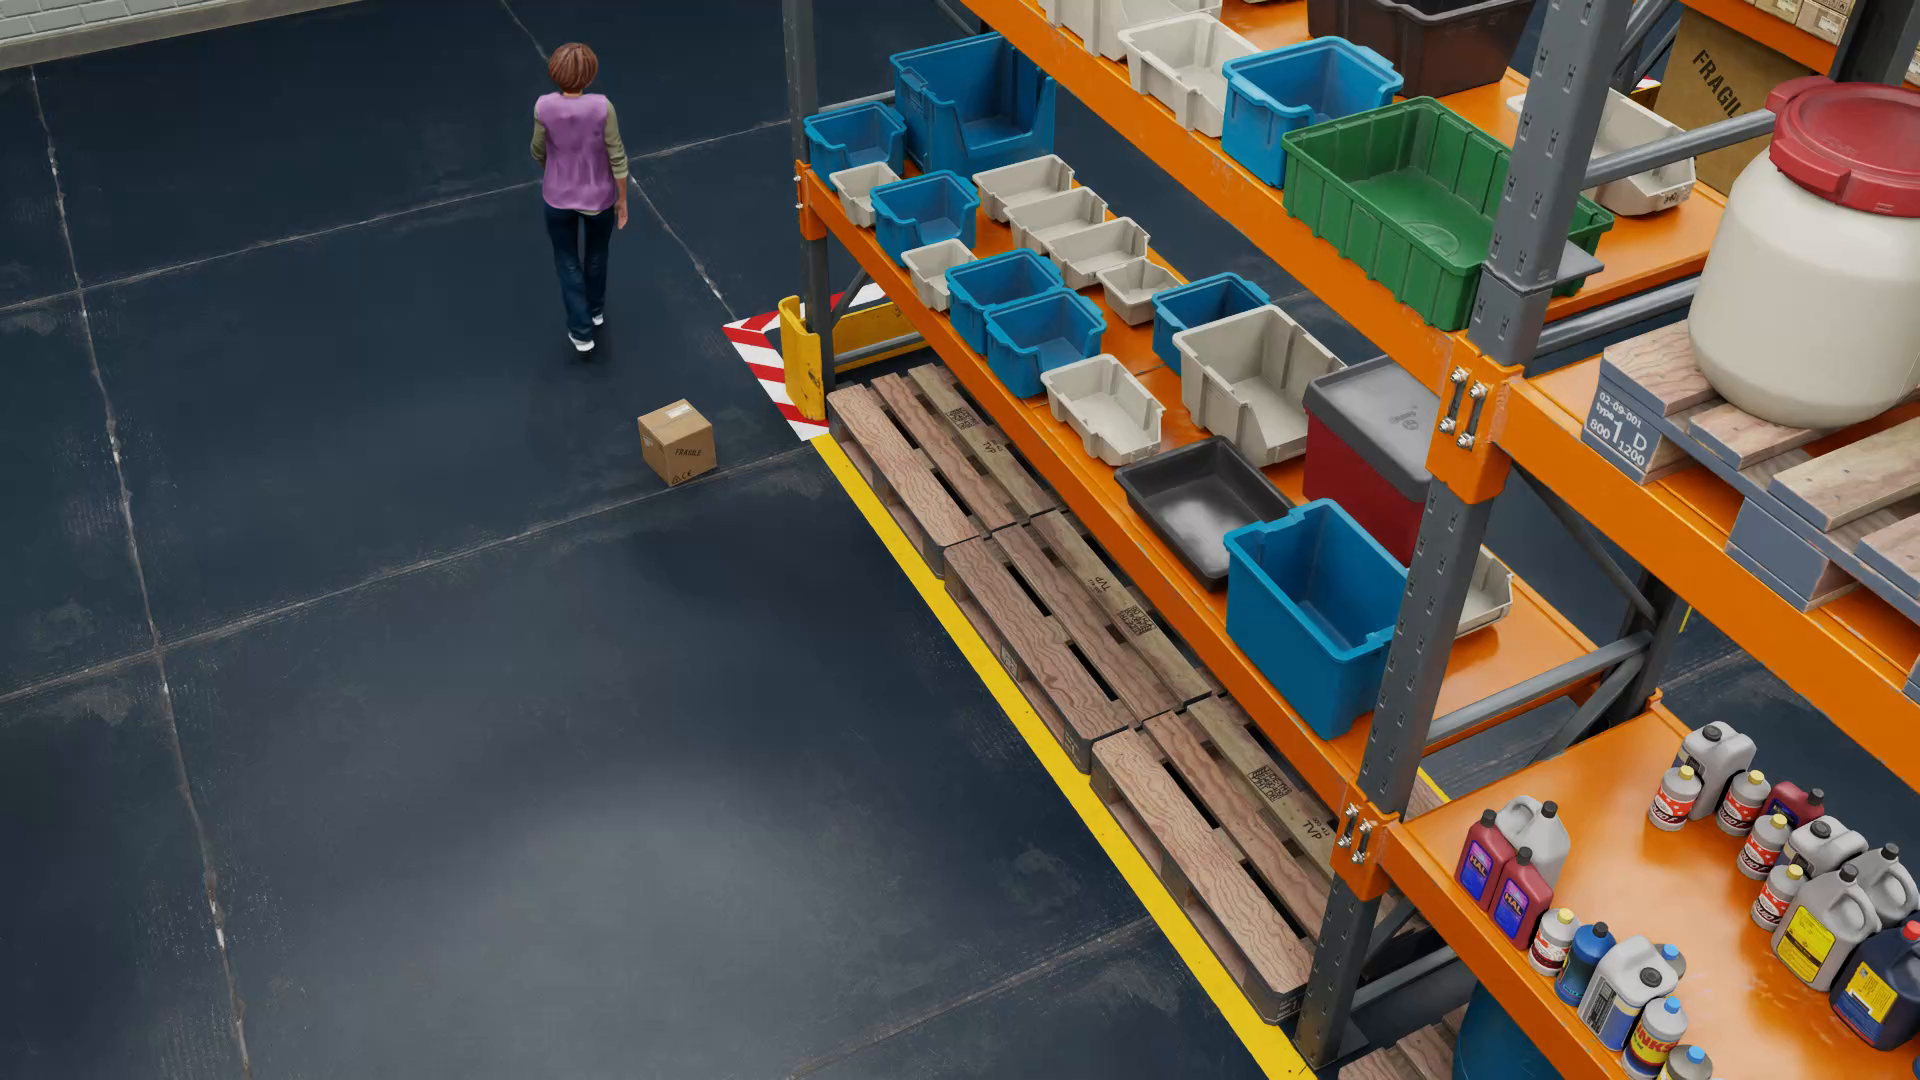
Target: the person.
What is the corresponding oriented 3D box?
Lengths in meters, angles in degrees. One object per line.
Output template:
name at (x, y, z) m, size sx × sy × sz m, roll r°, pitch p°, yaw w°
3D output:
person at (-1.803, -1.668, 8.025) m, size 0.446 × 1.599 × 0.550 m, roll -7°, pitch 42°, yaw -8°
